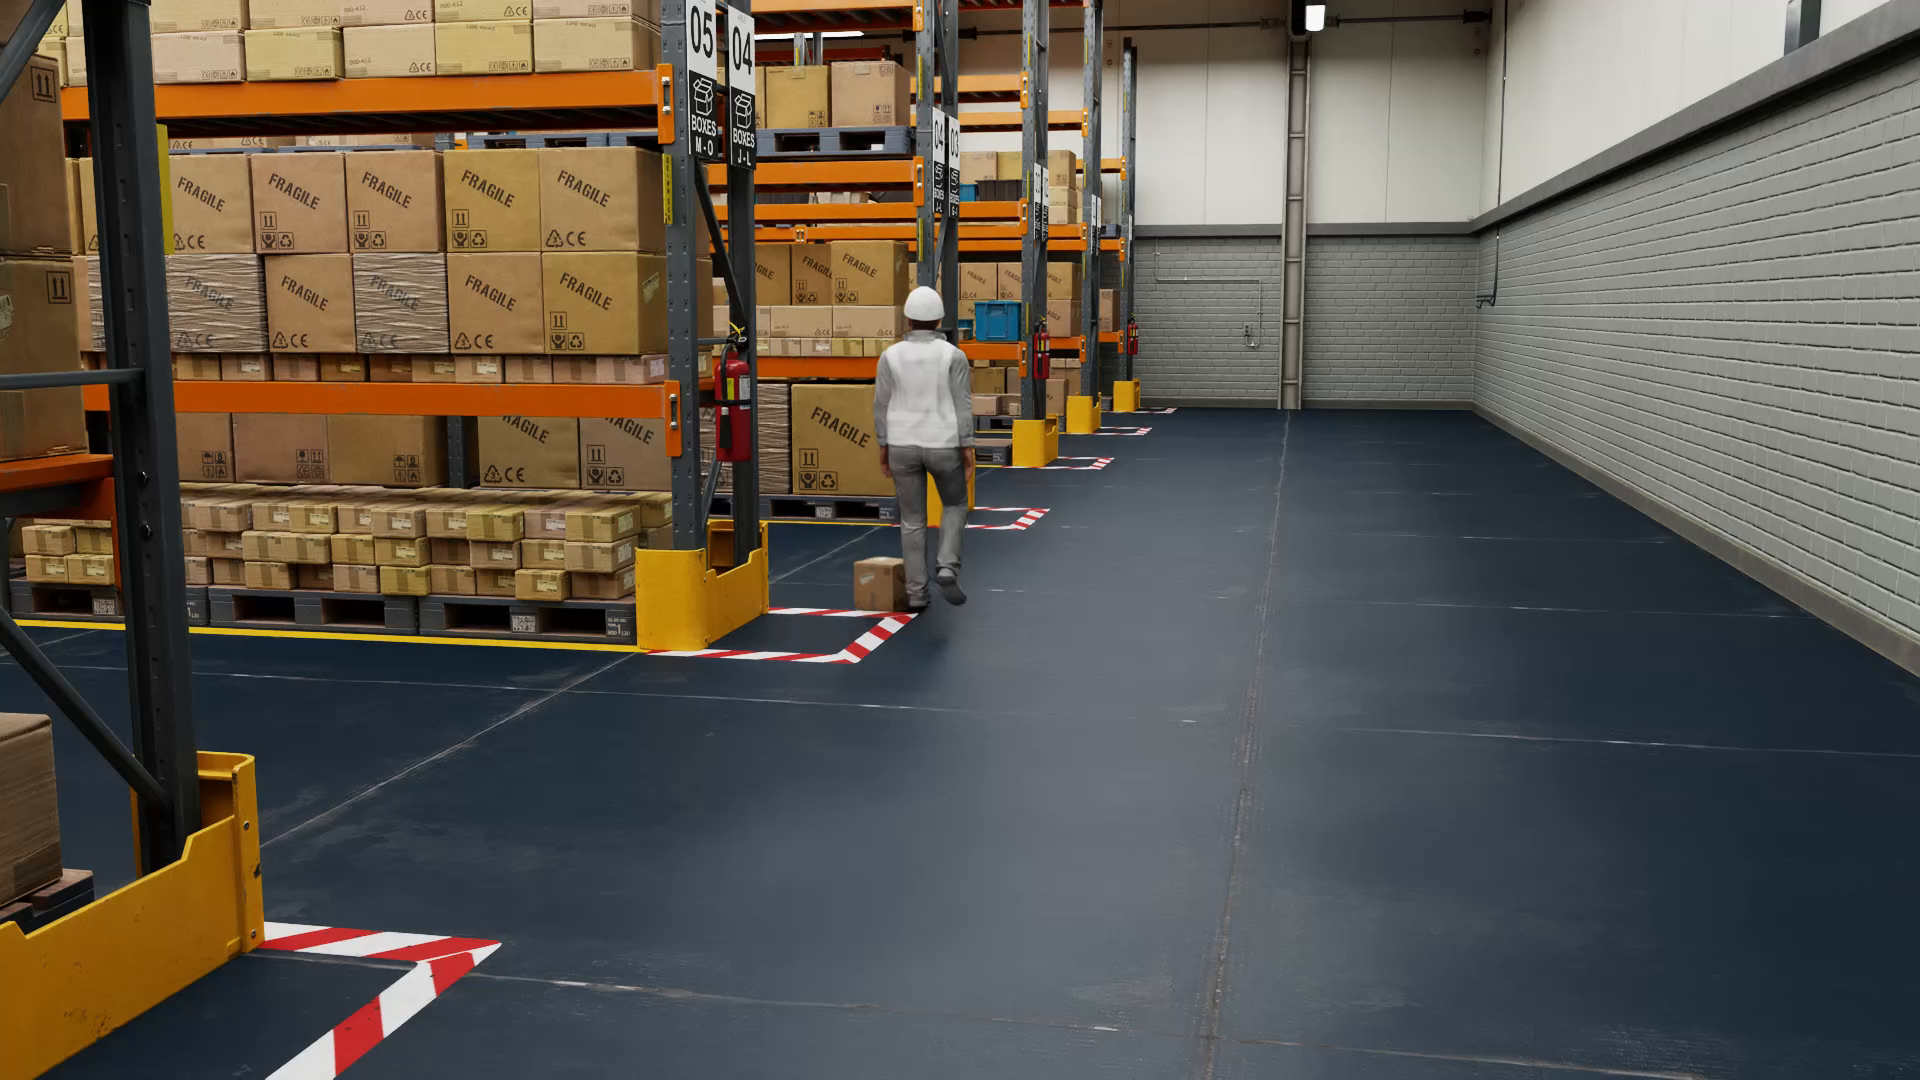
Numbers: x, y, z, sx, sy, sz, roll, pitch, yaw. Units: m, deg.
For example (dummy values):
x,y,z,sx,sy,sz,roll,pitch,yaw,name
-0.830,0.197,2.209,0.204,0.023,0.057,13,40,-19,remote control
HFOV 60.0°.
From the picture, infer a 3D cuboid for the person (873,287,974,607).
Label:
x,y,z,sx,sy,sz,roll,pitch,yaw,name
-0.197,-0.510,9.303,0.564,1.794,0.497,0,8,3,person
